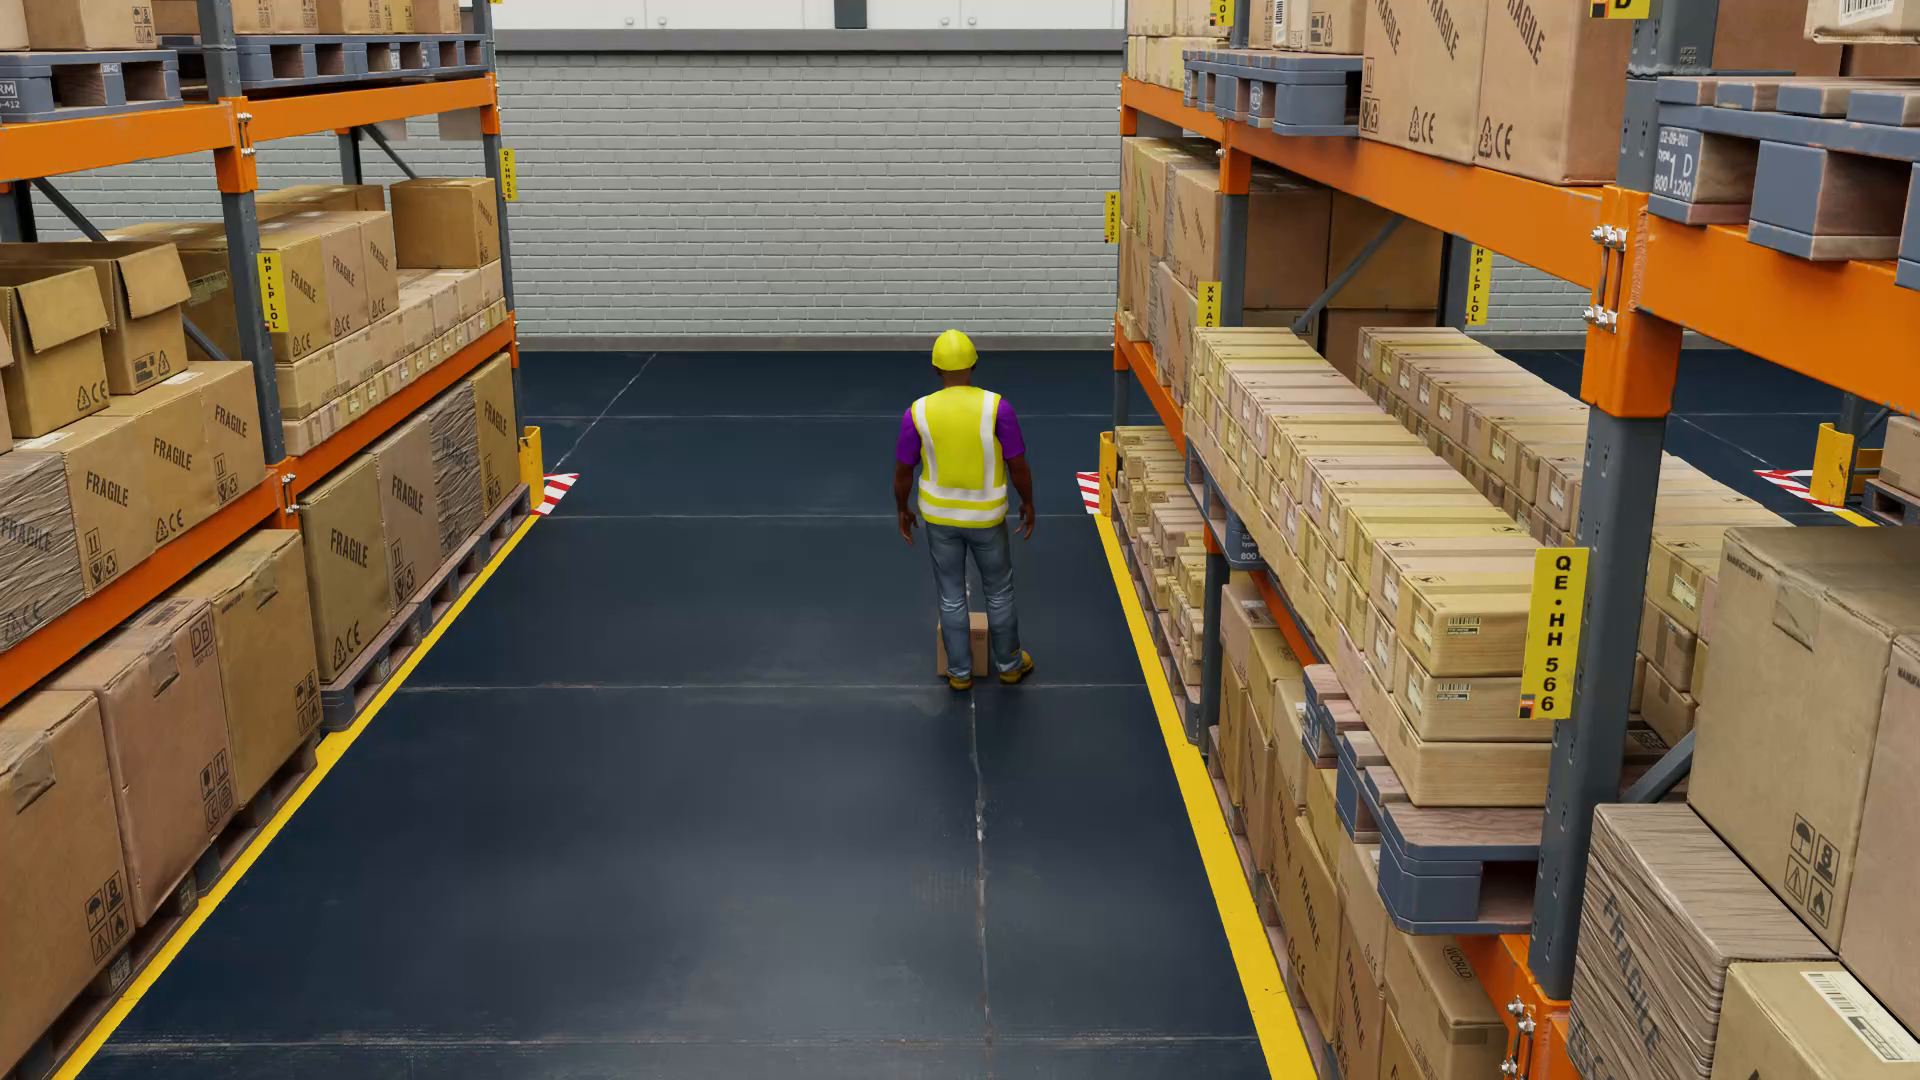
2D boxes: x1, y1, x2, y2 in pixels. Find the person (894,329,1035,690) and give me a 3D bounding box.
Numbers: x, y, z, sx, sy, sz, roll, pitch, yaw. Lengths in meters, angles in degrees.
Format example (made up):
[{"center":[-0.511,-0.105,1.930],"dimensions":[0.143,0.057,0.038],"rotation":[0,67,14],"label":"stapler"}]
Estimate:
[{"center":[0.031,-0.150,7.963],"dimensions":[0.666,1.765,0.577],"rotation":[2,17,6],"label":"person"}]
